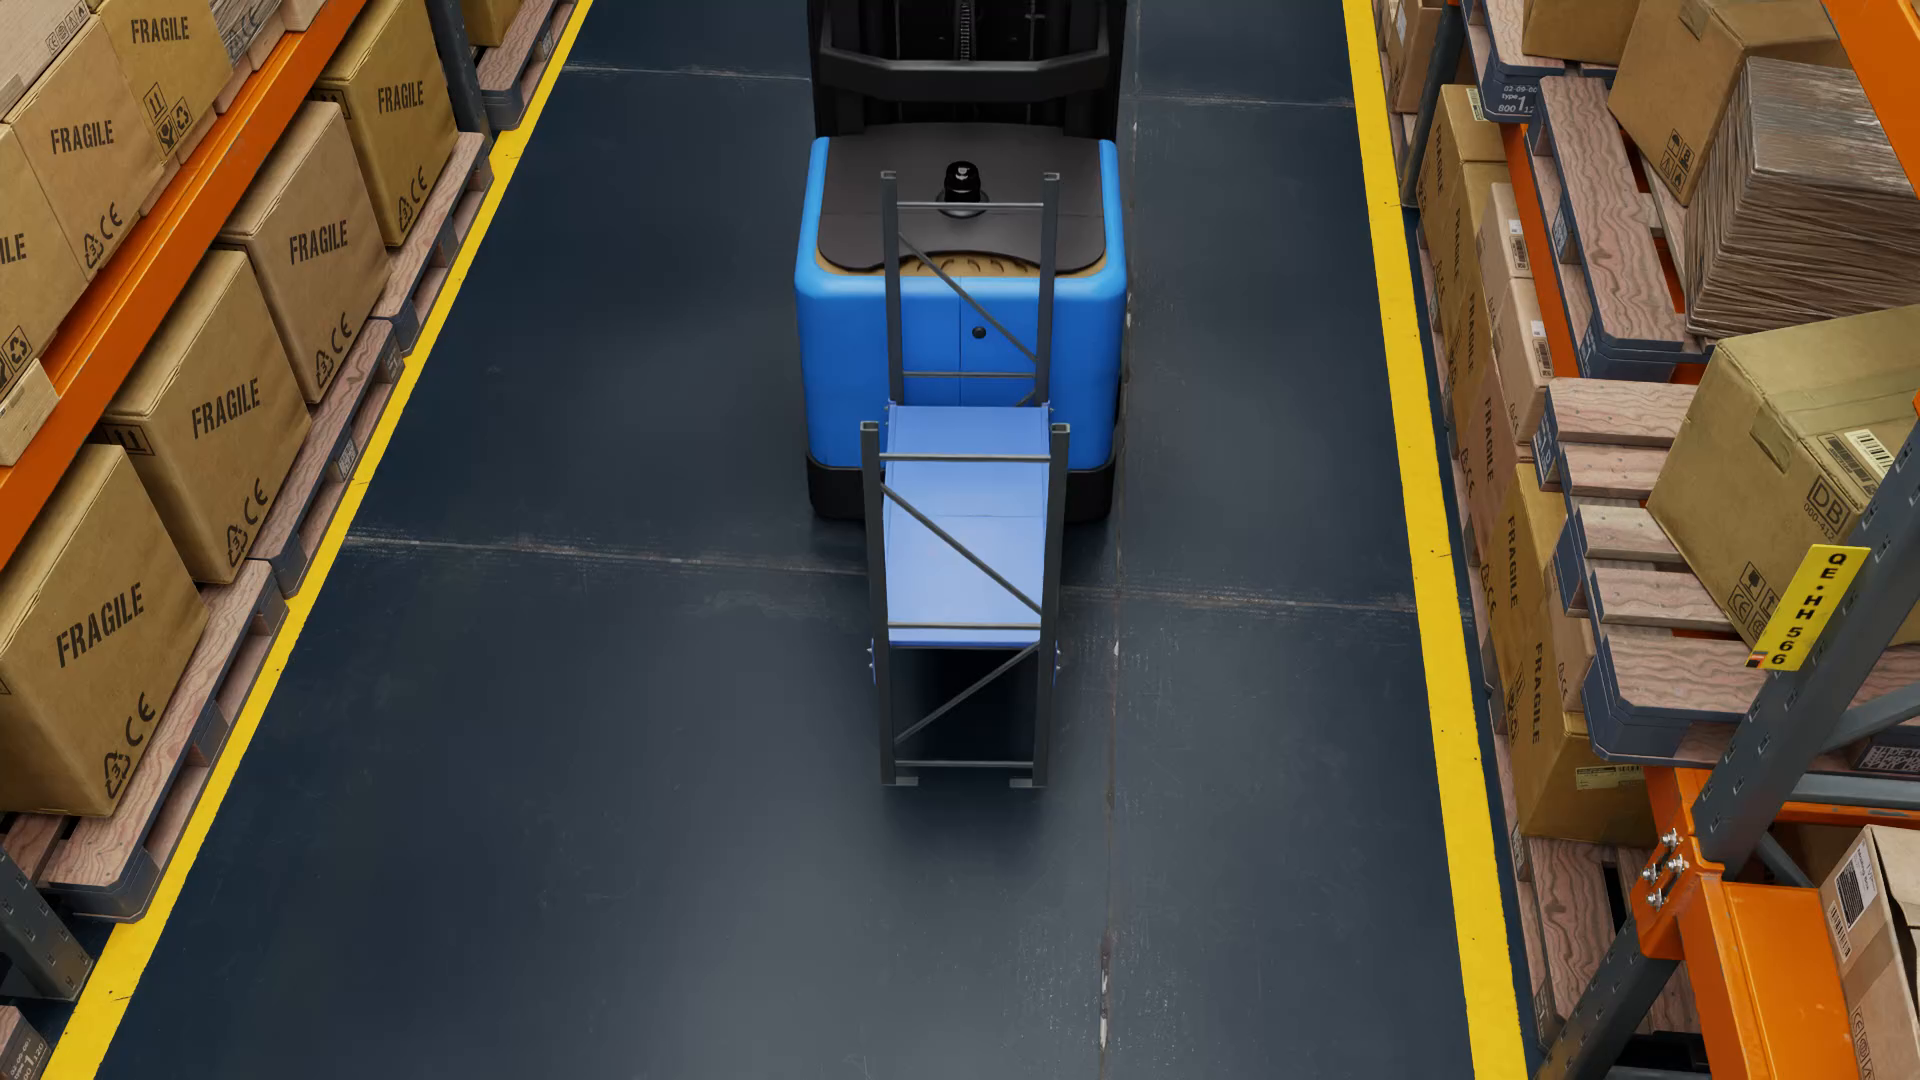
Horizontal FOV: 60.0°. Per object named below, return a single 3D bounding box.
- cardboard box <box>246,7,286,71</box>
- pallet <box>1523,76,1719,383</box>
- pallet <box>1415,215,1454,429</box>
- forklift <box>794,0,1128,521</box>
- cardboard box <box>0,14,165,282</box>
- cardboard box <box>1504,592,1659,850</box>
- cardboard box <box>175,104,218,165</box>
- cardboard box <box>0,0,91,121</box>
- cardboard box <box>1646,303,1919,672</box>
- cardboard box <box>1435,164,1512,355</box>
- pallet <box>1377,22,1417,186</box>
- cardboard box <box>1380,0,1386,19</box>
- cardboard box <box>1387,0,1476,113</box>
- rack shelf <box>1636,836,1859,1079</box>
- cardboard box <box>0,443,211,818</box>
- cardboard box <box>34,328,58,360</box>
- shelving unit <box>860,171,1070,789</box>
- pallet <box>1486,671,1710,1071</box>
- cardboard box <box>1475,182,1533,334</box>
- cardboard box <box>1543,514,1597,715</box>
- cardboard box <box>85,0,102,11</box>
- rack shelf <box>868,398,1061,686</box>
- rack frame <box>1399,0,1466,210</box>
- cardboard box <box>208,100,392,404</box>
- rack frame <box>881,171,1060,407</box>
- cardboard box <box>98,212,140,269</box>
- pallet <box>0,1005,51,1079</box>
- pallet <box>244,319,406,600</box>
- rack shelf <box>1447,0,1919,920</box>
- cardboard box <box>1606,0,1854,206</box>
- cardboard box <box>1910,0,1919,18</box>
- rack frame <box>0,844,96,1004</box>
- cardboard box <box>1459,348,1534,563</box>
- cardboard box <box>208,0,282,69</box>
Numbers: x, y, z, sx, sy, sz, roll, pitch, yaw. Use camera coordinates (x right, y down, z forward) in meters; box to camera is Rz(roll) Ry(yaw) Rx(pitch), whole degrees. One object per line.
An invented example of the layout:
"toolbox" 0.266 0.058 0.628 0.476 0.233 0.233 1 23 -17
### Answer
"cardboard box" -2.434 -1.661 5.393 0.380 0.149 0.250 4 48 4
"pallet" 2.178 -0.849 4.624 1.003 0.211 1.213 4 48 4
"pallet" 2.333 -0.883 6.414 1.003 0.211 1.213 4 48 4
"forklift" 0.026 -2.127 5.709 1.130 2.935 3.031 1 48 1
"cardboard box" -2.526 -1.045 4.390 0.500 0.500 0.500 4 48 3
"cardboard box" 1.857 0.507 4.649 0.500 0.500 0.500 6 48 5
"cardboard box" -2.508 -1.284 5.048 0.380 0.149 0.250 5 48 5
"cardboard box" -2.540 -1.288 4.104 0.500 0.250 0.500 4 48 4
"cardboard box" 1.950 -0.131 3.484 0.700 0.500 0.500 -11 48 -10
"cardboard box" 2.046 -0.997 6.025 0.500 0.500 0.500 4 48 4
"pallet" 2.433 -1.988 7.425 1.003 0.211 1.213 4 48 4
"cardboard box" 2.208 -2.654 7.669 0.500 0.311 0.500 4 48 4
"cardboard box" 2.139 -2.167 7.095 0.500 0.500 0.500 4 48 4
"rack shelf" 1.823 2.228 2.167 1.077 0.370 4.000 4 48 4
"cardboard box" -2.730 0.237 4.673 0.750 0.750 0.750 3 48 3
"cardboard box" -2.627 -0.531 4.359 0.380 0.149 0.250 3 48 3
"shelving unit" 0.020 -0.139 4.860 0.538 1.500 1.048 1 48 1
"pallet" 2.111 0.910 4.774 1.003 0.211 1.213 4 48 4
"cardboard box" 1.992 -0.908 5.435 0.500 0.250 0.500 4 48 4
"cardboard box" 1.858 0.213 4.410 0.500 0.250 0.500 6 48 5
"cardboard box" -2.500 -1.664 4.448 0.500 0.250 0.500 3 48 3
"rack shelf" 0.020 -0.017 4.993 0.538 0.185 1.000 1 48 1
"rack frame" 2.370 -2.424 5.934 1.000 3.000 0.127 4 48 4
"cardboard box" -2.571 -1.031 5.832 0.750 0.750 0.750 5 48 5
"rack frame" 0.029 -0.514 5.203 0.500 1.500 0.032 1 48 1
"cardboard box" -2.578 -0.911 4.707 0.380 0.149 0.250 5 48 4
"pallet" -3.001 1.700 4.052 1.003 0.211 1.213 4 48 4
"pallet" -2.667 -0.342 5.920 1.003 0.211 1.213 4 48 4
"rack shelf" 2.188 -0.712 4.856 1.077 0.370 4.000 4 48 4
"cardboard box" 2.270 -1.297 4.551 0.700 0.500 0.500 -7 48 -6
"cardboard box" 2.012 -0.854 2.397 0.910 0.500 0.500 4 48 4
"rack frame" -2.928 0.185 3.548 1.000 3.000 0.127 4 48 4
"cardboard box" 1.946 -0.259 5.350 0.500 0.500 0.500 2 48 2
"cardboard box" -2.445 -1.795 5.076 0.500 0.500 0.500 4 48 4
